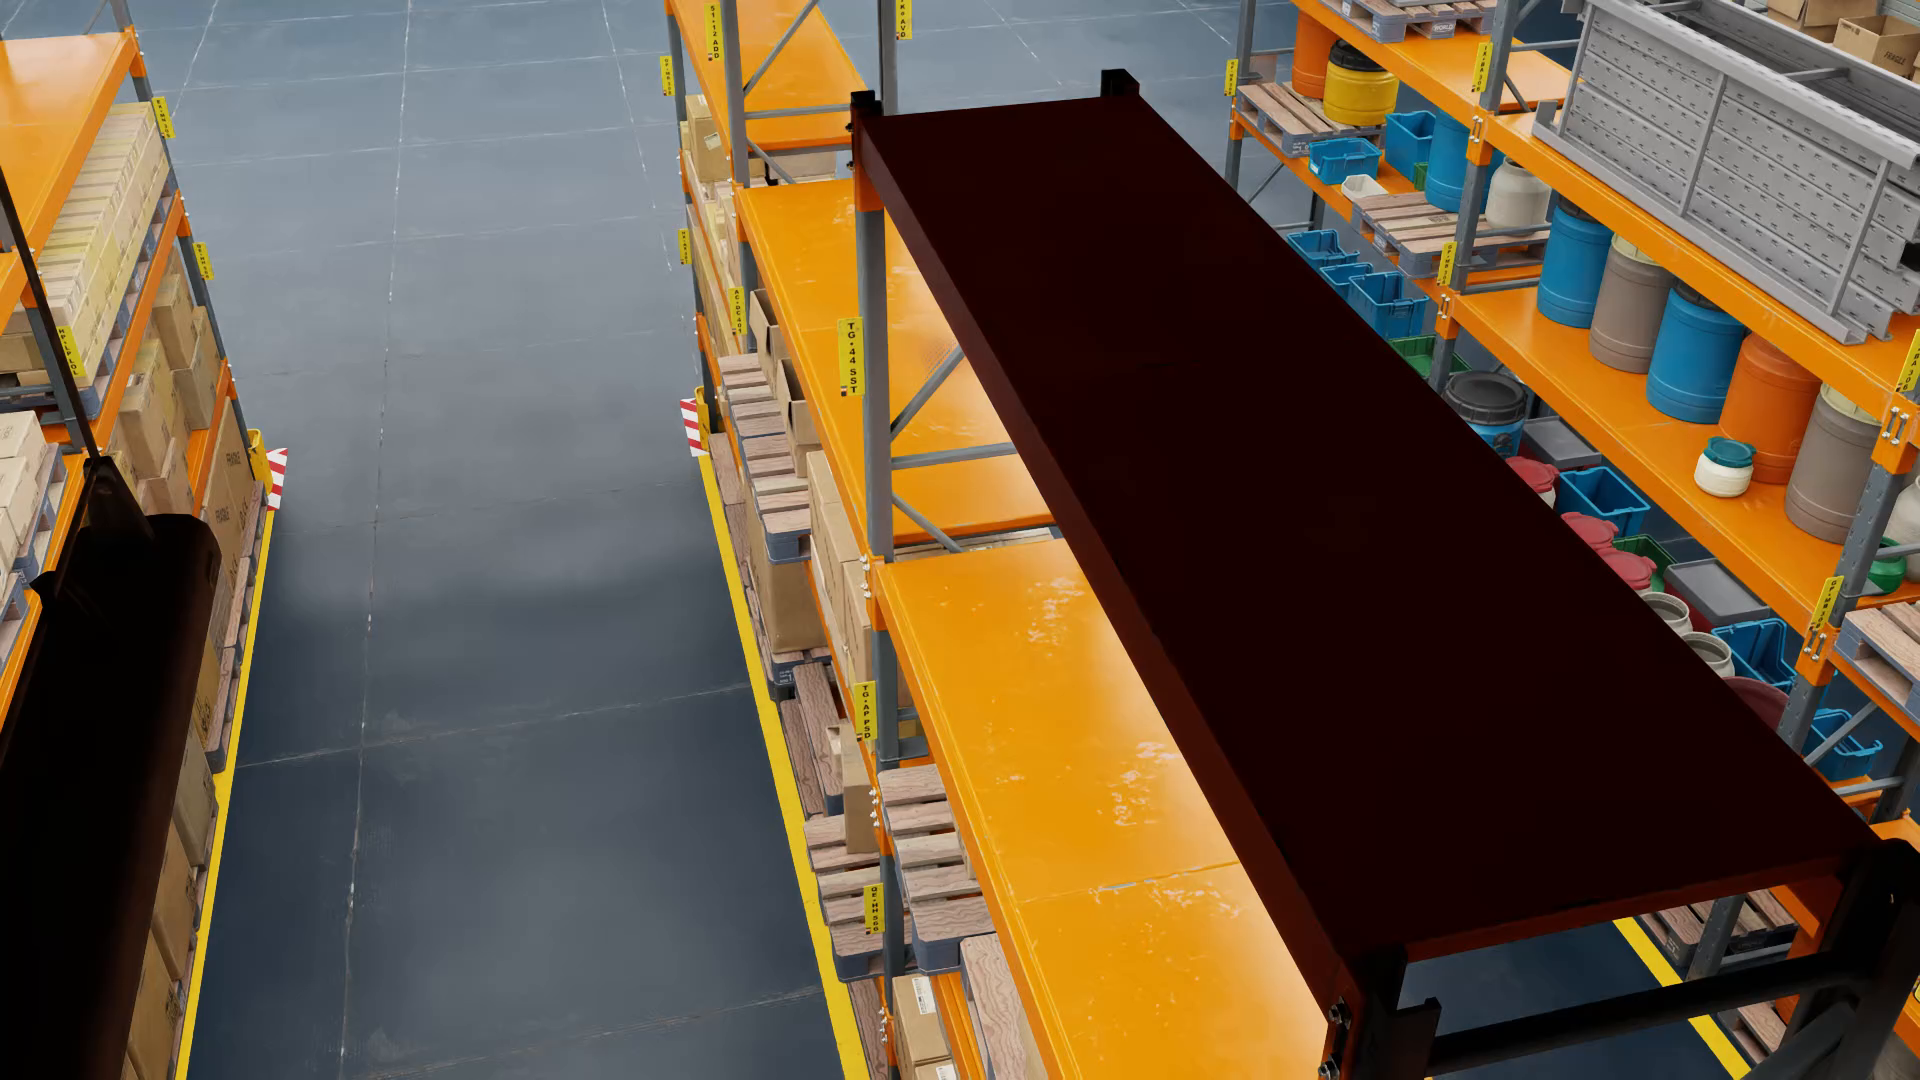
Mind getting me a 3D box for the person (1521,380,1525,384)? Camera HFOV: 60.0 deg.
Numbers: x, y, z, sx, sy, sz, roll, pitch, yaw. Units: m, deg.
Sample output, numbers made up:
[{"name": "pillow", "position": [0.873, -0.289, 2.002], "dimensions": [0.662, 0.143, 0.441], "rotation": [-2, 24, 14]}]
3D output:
[{"name": "person", "position": [5.771, -2.234, 15.809], "dimensions": [0.507, 1.791, 0.632], "rotation": [-7, 35, -10]}]
